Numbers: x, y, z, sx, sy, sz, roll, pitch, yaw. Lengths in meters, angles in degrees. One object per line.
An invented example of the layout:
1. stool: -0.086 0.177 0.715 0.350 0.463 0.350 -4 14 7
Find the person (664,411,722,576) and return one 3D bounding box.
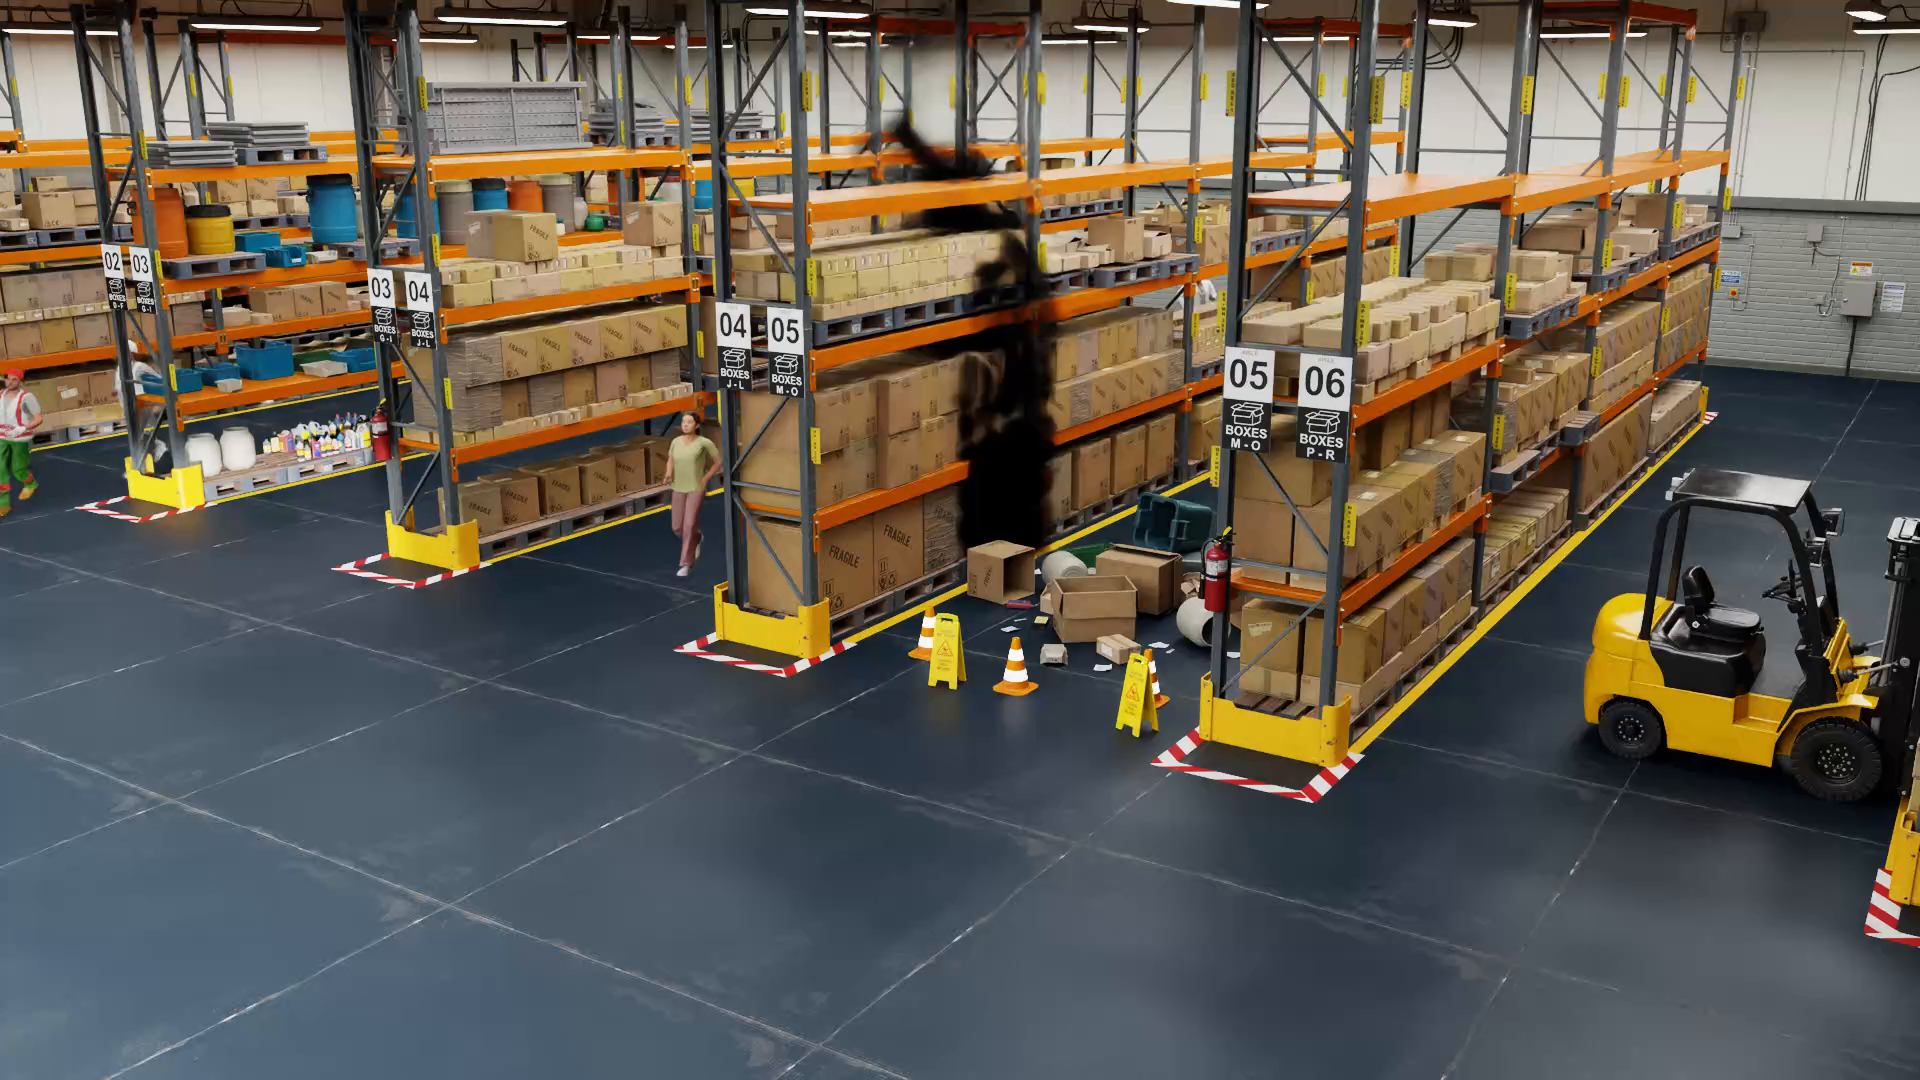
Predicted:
1. person: -2.736 -0.487 16.832 0.578 1.637 0.678 4 16 14

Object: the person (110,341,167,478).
1. person: -11.045 -1.807 22.352 0.679 1.762 0.846 7 17 23

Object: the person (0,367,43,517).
1. person: -11.549 -1.219 20.319 0.716 1.769 0.860 1 16 2

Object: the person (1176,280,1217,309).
1. person: 4.410 -4.144 30.838 0.711 1.787 0.899 -7 17 -22
